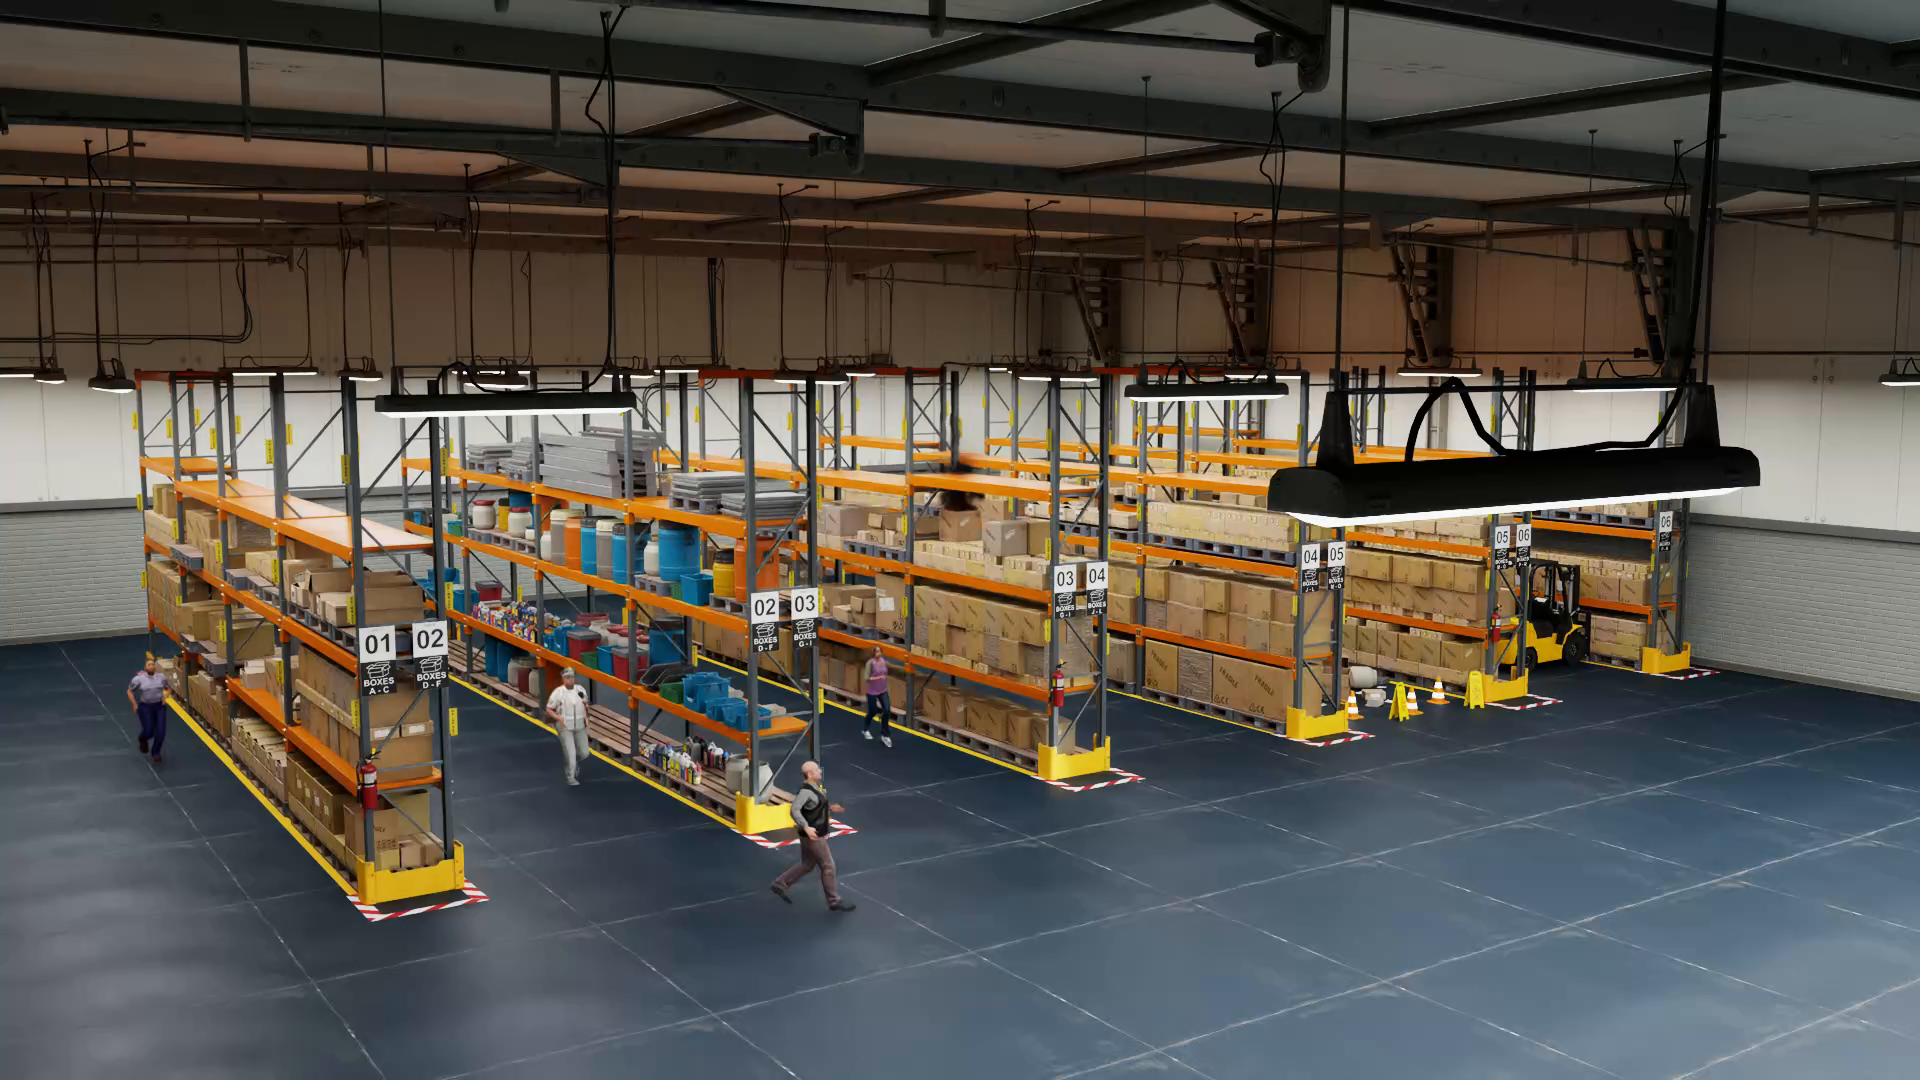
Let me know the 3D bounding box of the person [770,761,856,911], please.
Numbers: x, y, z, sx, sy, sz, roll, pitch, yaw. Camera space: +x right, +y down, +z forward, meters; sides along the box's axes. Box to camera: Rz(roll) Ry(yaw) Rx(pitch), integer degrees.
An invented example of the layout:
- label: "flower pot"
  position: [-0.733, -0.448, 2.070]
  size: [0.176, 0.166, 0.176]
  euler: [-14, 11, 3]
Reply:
- label: "person"
  position: [-1.669, 3.336, 18.775]
  size: [0.966, 1.703, 0.670]
  euler: [0, 6, -4]

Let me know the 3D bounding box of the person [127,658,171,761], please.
- label: "person"
  position: [-12.539, 2.634, 25.811]
  size: [0.613, 1.606, 0.547]
  euler: [-5, 8, -40]

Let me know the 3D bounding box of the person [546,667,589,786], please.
- label: "person"
  position: [-5.710, 2.721, 24.395]
  size: [0.660, 1.727, 0.604]
  euler: [-4, 8, -34]

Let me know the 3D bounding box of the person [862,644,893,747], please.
- label: "person"
  position: [-1.351, 2.493, 26.851]
  size: [0.520, 1.635, 0.706]
  euler: [-5, 8, -35]

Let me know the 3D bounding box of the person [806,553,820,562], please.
- label: "person"
  position: [-3.660, 0.765, 41.840]
  size: [0.856, 1.729, 0.731]
  euler: [-2, 7, -20]
